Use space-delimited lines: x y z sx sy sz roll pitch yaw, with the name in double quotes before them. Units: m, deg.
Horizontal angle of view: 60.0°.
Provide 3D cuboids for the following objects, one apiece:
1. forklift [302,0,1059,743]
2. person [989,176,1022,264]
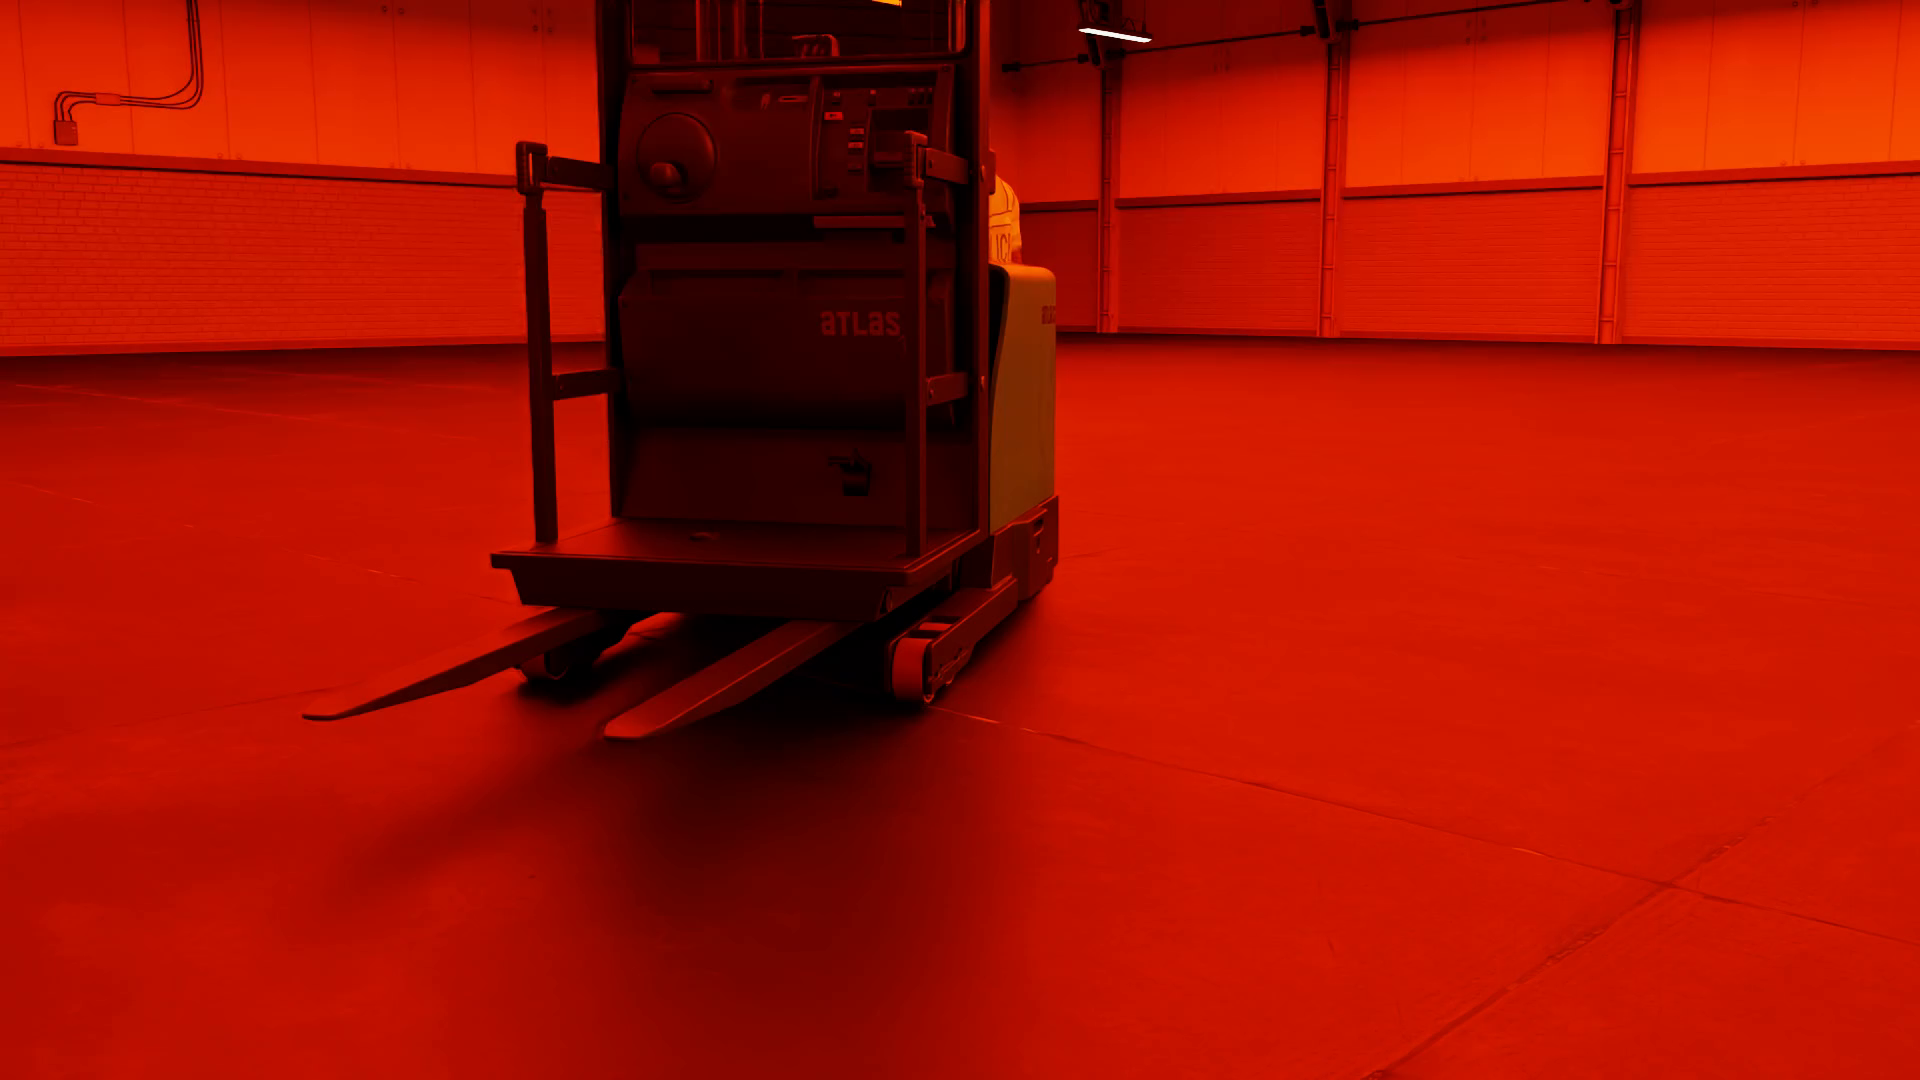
"forklift" -0.521 -1.111 4.252 1.130 2.935 3.031 2 9 14
"person" -0.039 -0.842 6.661 0.529 1.670 0.598 8 12 43
